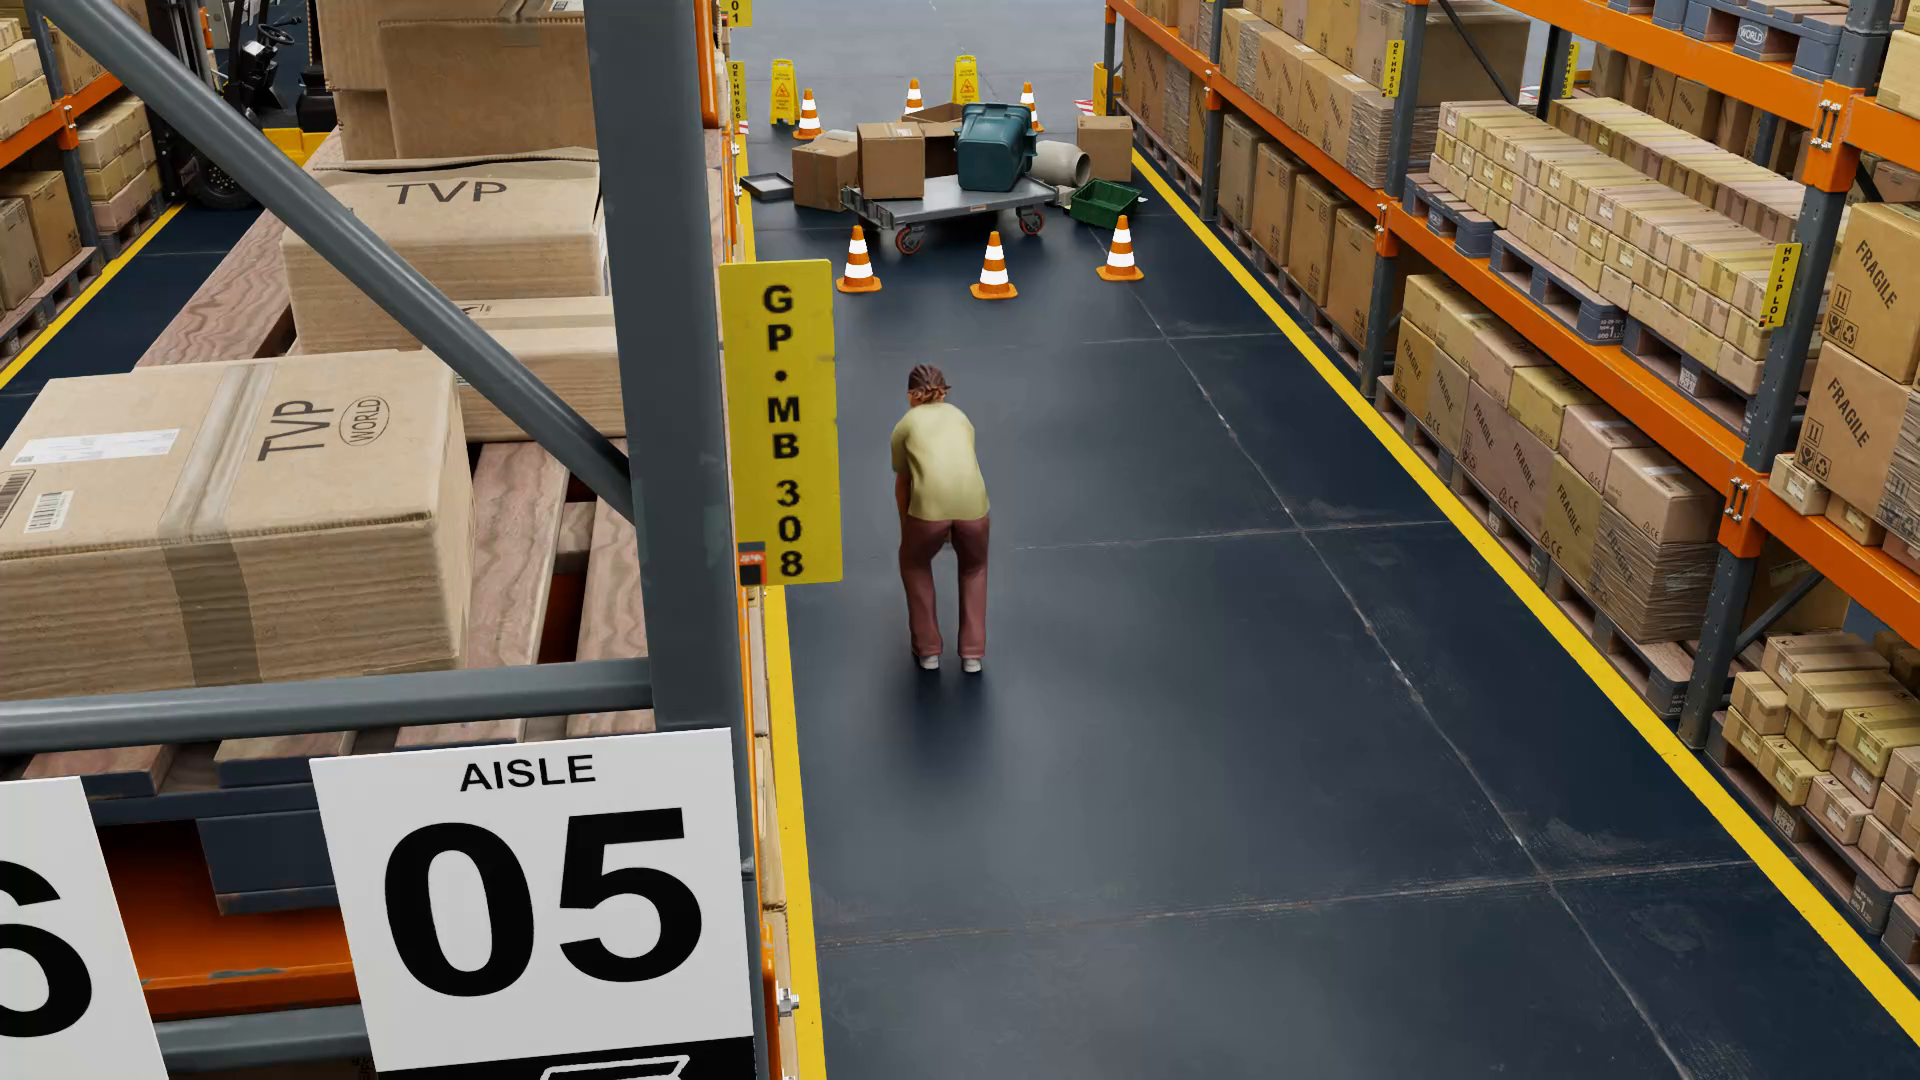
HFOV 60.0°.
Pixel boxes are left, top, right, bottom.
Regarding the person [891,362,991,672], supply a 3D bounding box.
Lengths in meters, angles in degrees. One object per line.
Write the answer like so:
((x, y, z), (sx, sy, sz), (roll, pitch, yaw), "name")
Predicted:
((-0.096, -0.097, 7.711), (0.420, 1.309, 0.806), (-5, 28, -9), "person")
